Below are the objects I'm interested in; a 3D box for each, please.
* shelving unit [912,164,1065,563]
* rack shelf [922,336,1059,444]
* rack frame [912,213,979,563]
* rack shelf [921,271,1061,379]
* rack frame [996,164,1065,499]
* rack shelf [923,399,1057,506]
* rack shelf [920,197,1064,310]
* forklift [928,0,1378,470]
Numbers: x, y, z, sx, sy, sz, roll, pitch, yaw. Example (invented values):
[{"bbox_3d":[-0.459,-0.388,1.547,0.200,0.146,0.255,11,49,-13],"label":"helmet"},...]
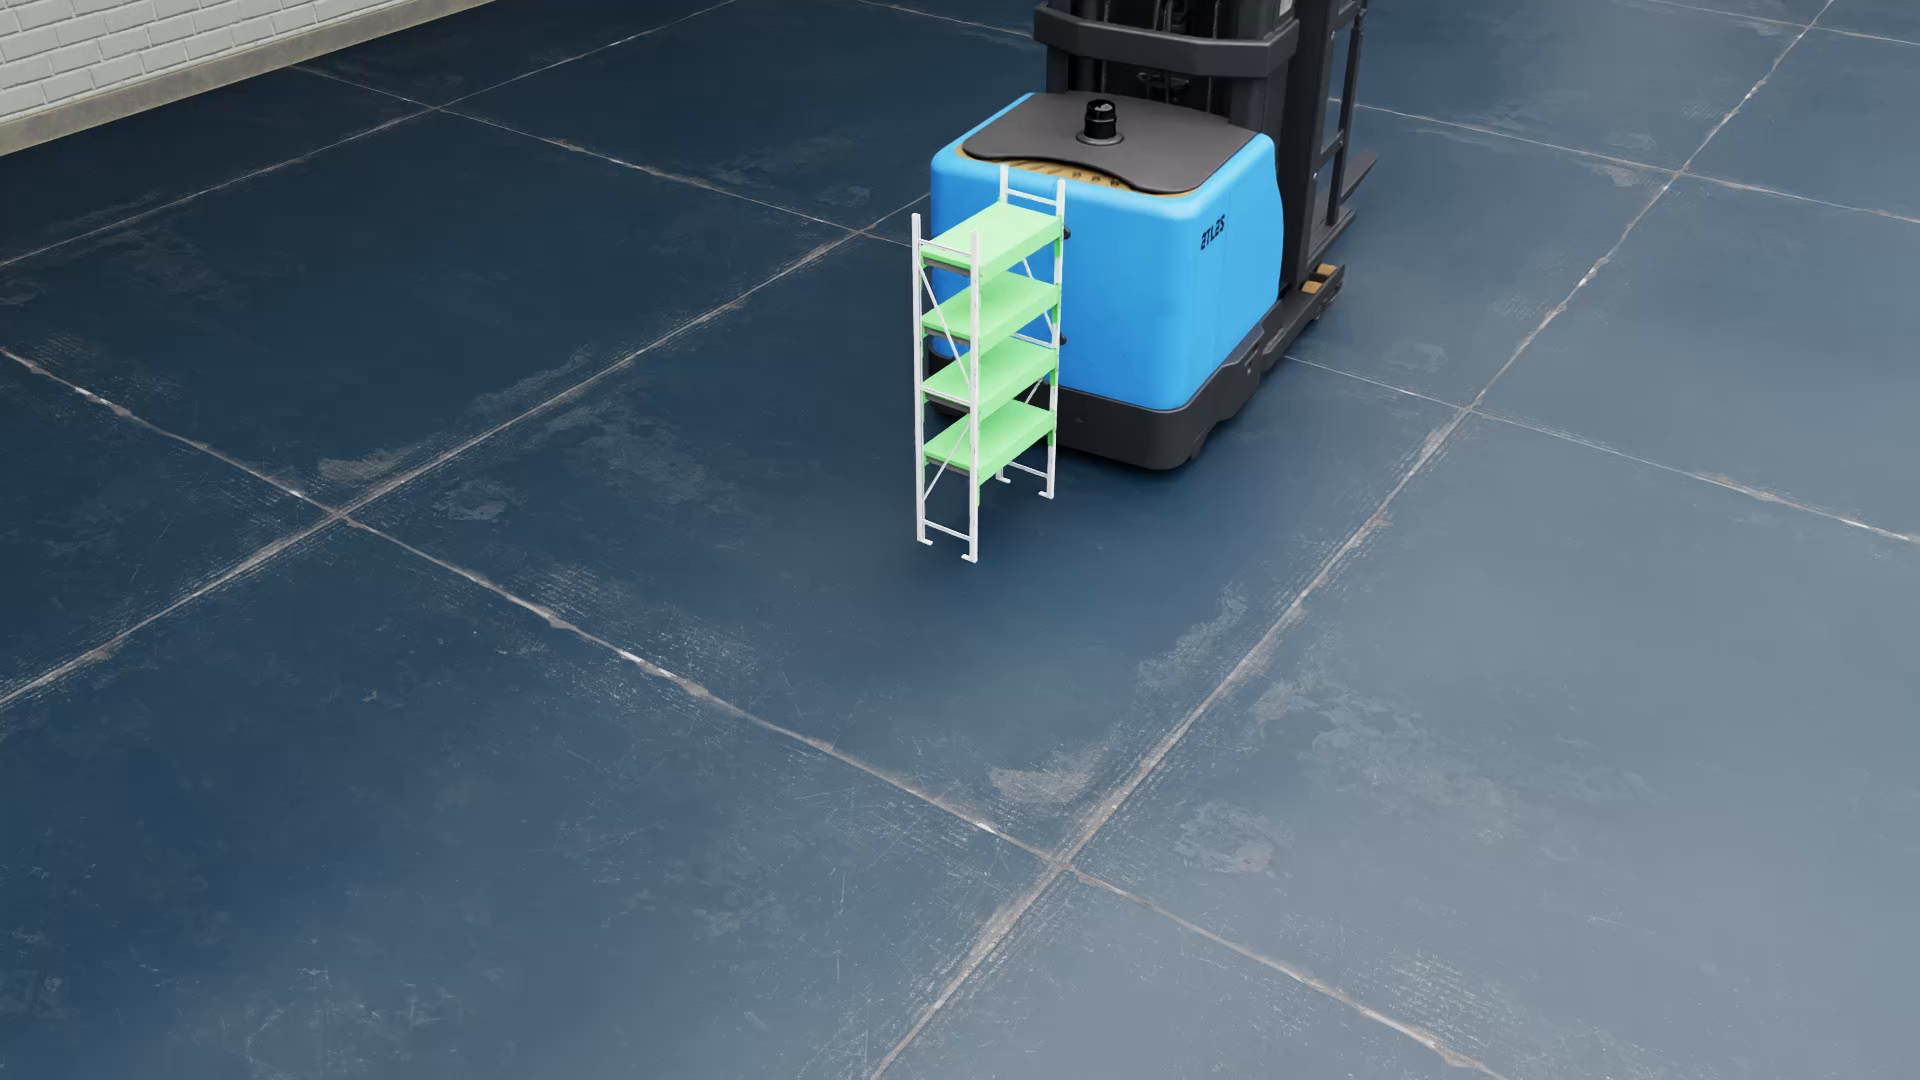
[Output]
[{"bbox_3d":[0.094,-0.573,5.527,0.258,1.200,0.503,21,39,28],"label":"shelving unit"},{"bbox_3d":[0.094,-0.520,5.562,0.258,0.148,0.480,21,39,28],"label":"rack shelf"},{"bbox_3d":[-0.045,-0.461,5.360,0.240,1.200,0.015,21,39,28],"label":"rack frame"},{"bbox_3d":[0.094,-0.719,5.428,0.258,0.148,0.480,21,39,28],"label":"rack shelf"},{"bbox_3d":[0.234,-0.685,5.693,0.240,1.200,0.015,21,39,28],"label":"rack frame"},{"bbox_3d":[0.094,-0.321,5.697,0.258,0.148,0.480,21,39,28],"label":"rack shelf"},{"bbox_3d":[0.094,-0.918,5.293,0.258,0.148,0.480,21,39,28],"label":"rack shelf"},{"bbox_3d":[1.028,-2.270,6.490,1.130,2.935,3.031,17,38,23],"label":"forklift"}]
